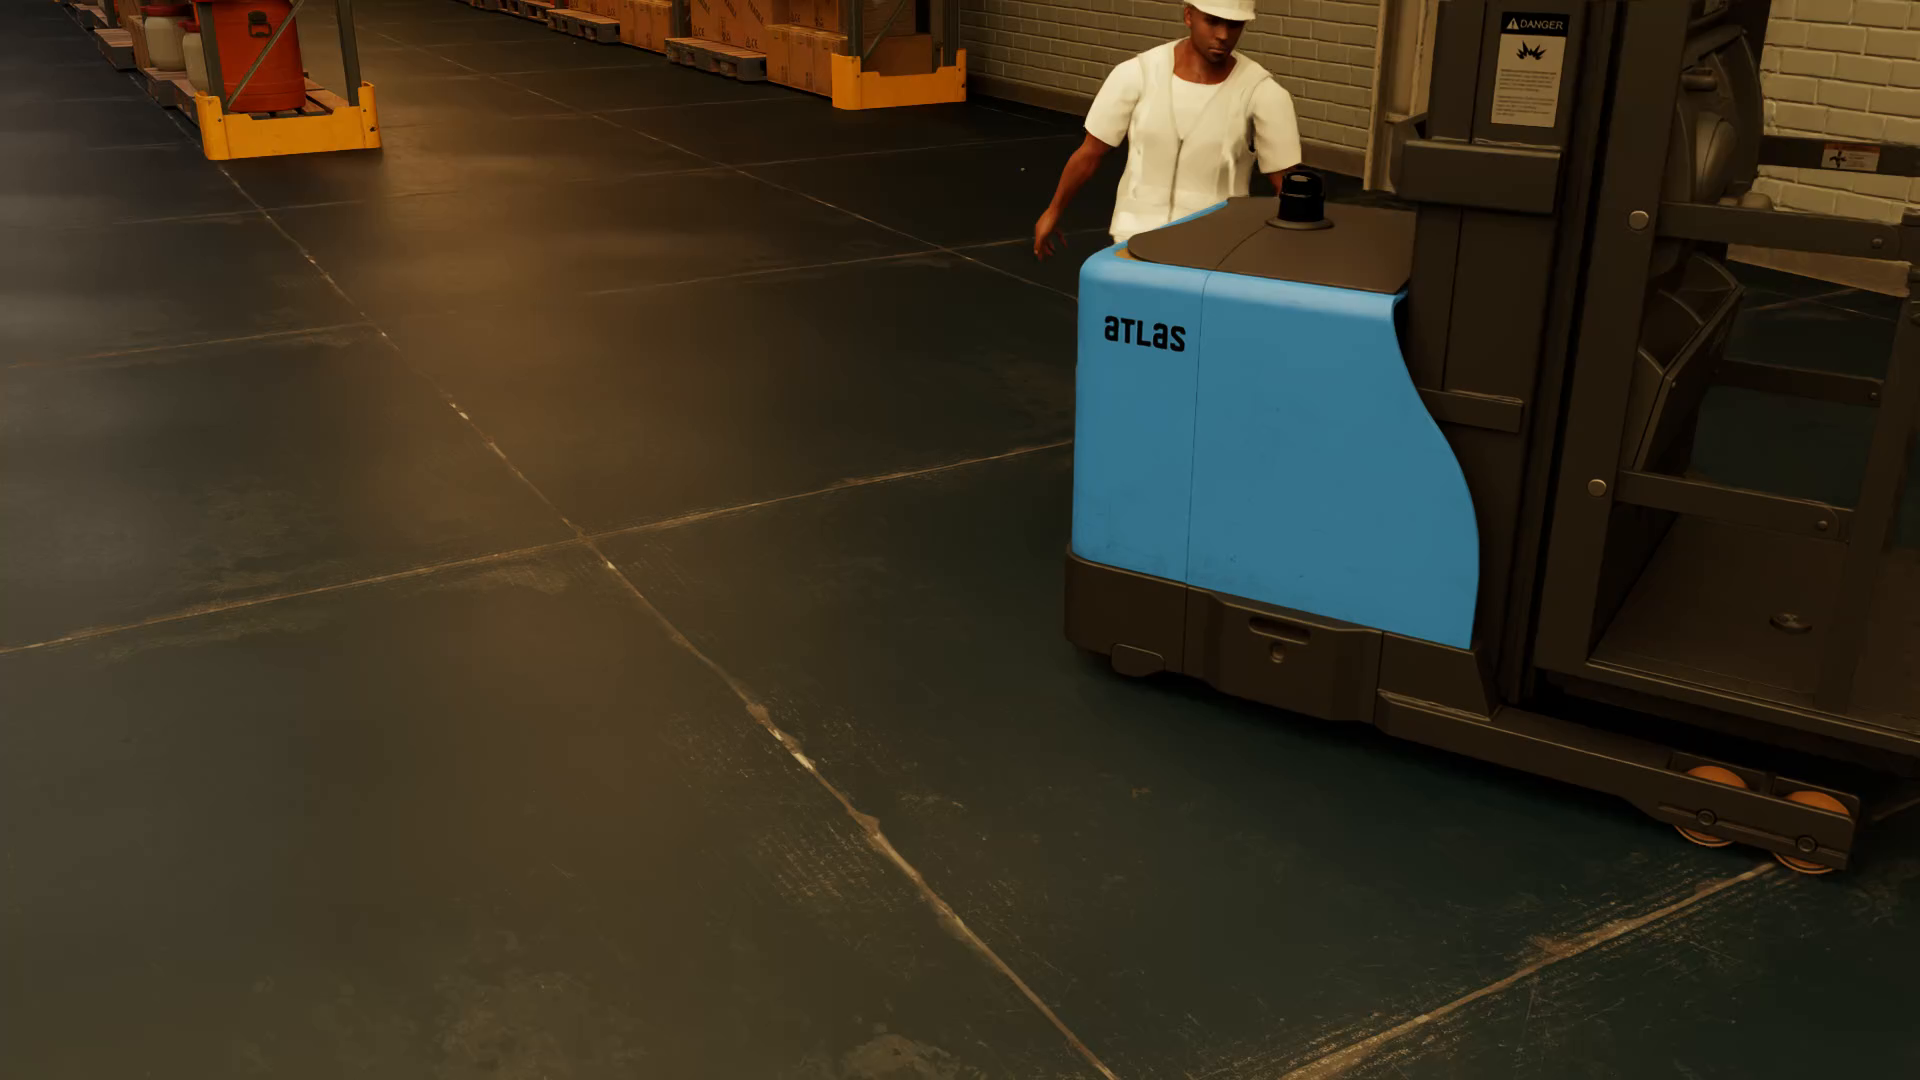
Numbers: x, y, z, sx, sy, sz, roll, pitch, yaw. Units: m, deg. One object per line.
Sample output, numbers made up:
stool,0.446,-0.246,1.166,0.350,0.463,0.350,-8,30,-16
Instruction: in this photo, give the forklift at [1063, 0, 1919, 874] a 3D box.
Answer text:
forklift,1.792,-0.894,3.453,3.031,2.935,1.130,13,26,29

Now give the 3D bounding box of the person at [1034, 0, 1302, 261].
person,0.672,-0.967,5.283,0.934,1.683,0.492,7,23,17
